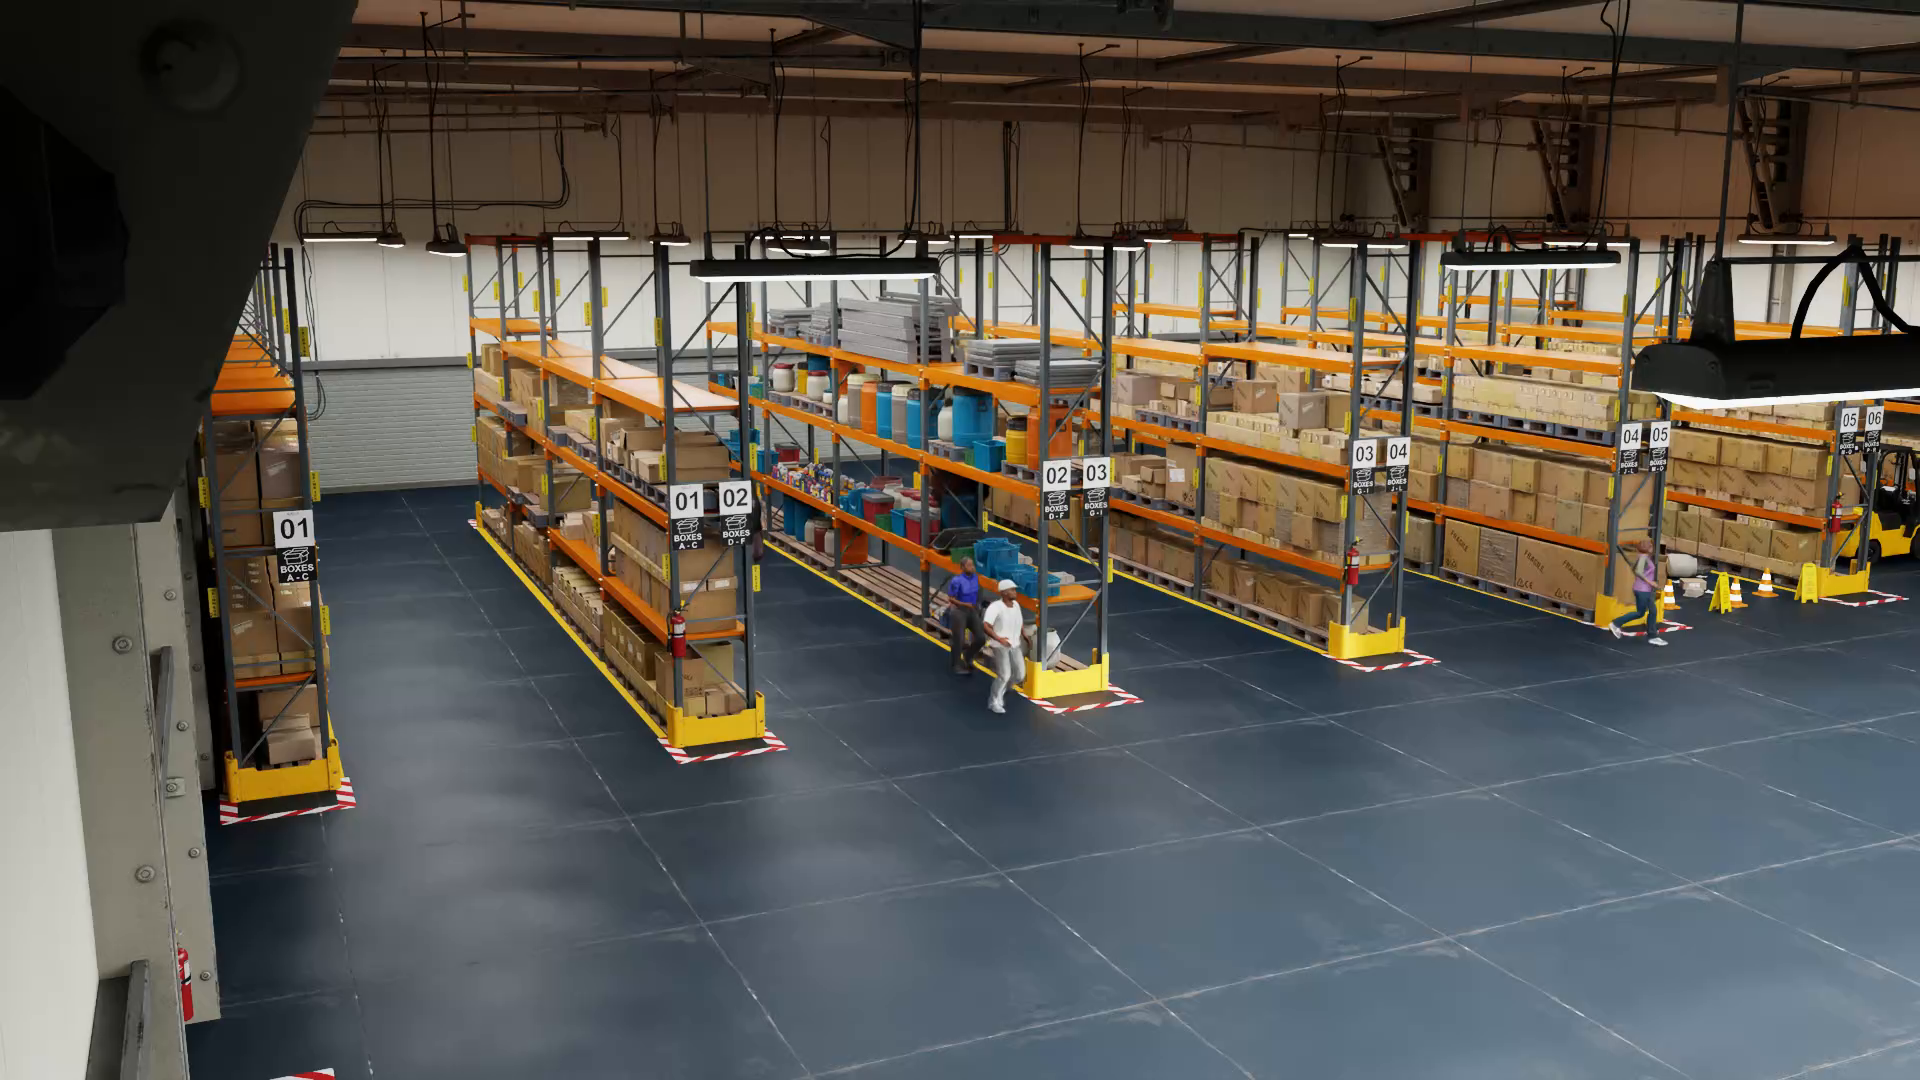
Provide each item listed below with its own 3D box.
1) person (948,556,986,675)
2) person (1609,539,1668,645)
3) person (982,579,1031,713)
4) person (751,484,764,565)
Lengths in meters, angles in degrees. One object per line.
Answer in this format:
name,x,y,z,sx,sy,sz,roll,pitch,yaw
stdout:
person,0.105,1.019,22.134,0.598,1.642,0.648,-8,14,-36
person,10.283,0.763,25.062,0.806,1.563,0.609,4,12,19
person,0.637,1.373,21.513,0.779,1.704,0.503,-11,15,-44
person,-3.565,-0.148,28.089,0.659,1.688,0.565,-7,13,-32
